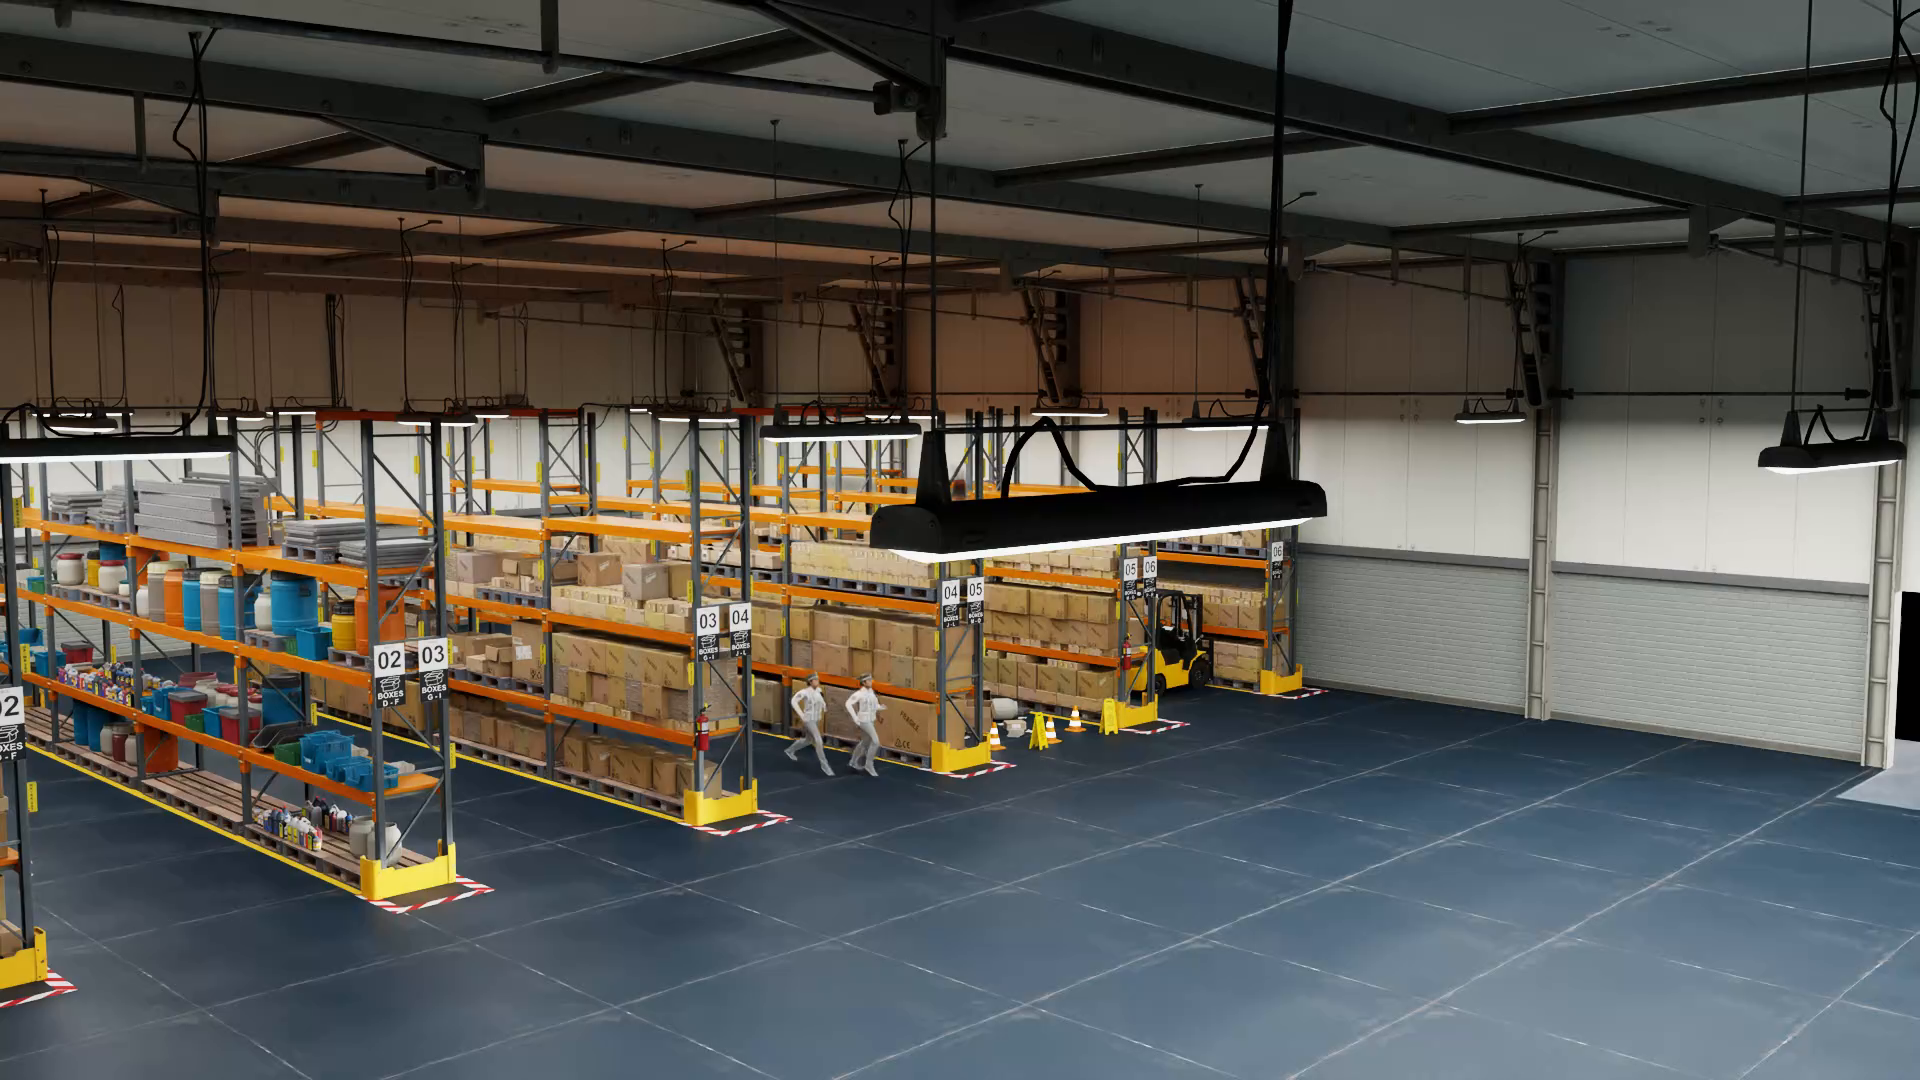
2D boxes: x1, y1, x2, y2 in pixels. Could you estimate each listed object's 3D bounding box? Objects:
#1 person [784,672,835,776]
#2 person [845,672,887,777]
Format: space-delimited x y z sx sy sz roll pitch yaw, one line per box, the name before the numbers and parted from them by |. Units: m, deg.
person | -2.507 3.043 27.799 1.049 1.734 0.579 3 6 27
person | -1.547 3.050 27.574 0.735 1.744 0.581 2 5 22
